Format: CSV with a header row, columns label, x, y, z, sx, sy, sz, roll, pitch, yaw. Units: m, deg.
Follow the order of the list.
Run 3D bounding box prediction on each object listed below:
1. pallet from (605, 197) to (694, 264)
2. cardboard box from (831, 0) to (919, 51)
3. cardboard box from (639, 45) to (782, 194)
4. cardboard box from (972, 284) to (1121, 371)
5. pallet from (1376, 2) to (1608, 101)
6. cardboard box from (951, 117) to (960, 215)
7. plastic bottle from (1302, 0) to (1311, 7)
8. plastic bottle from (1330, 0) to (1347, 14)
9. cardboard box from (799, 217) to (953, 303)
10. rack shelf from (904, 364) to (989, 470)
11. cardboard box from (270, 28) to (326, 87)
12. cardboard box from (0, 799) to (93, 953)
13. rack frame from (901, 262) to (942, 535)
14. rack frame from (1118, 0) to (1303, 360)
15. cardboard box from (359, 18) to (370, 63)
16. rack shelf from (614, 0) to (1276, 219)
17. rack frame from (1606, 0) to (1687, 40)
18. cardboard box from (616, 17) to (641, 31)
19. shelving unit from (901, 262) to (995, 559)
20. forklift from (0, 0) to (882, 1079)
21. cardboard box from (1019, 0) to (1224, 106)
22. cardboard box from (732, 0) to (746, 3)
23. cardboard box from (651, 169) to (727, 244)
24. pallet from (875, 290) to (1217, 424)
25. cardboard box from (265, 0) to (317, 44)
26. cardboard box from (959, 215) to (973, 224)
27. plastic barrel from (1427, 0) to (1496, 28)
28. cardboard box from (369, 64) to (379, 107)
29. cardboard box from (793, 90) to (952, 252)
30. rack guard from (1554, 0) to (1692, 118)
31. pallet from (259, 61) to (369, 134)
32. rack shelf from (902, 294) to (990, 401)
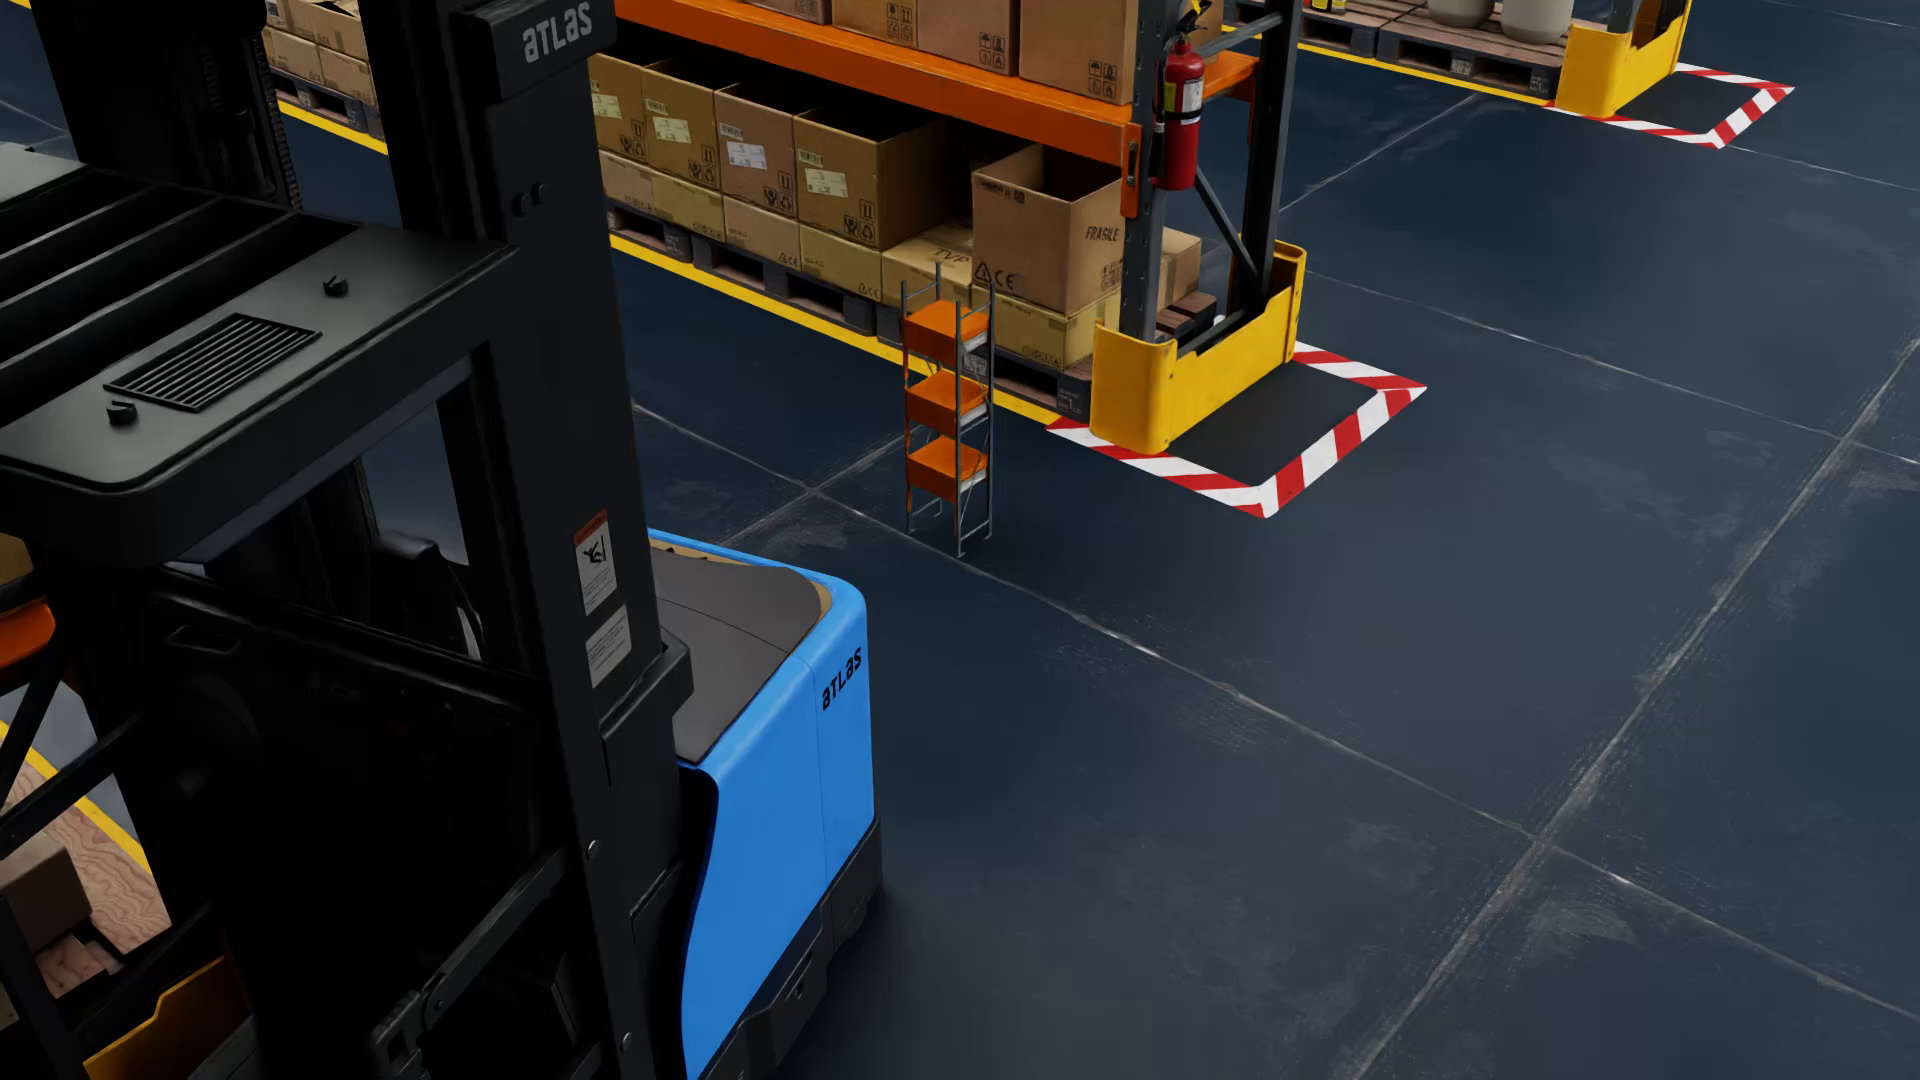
label,x,y,z,sx,sy,sz,roll,pitch,yaw
pallet,-1.492,-1.883,8.805,1.213,0.211,1.003,25,42,32
cardboard box,-0.137,-2.476,7.118,0.500,0.500,0.700,26,42,32
cardboard box,-1.152,-2.021,7.939,0.500,0.500,0.500,25,42,32
cardboard box,0.397,-0.995,7.107,0.500,0.250,0.500,25,42,32
pallet,3.461,-3.198,10.720,1.213,0.211,1.003,25,42,32
cardboard box,-0.050,-1.885,7.741,0.500,0.500,0.500,25,42,32
plastic bottle,2.302,-3.680,10.976,0.135,0.276,0.152,26,42,32
plastic bottle,2.478,-3.546,10.847,0.097,0.201,0.097,0,34,0
cardboard box,-0.381,-1.351,7.626,0.500,0.250,0.500,25,42,32
rack shelf,-0.041,-0.443,5.987,0.240,0.259,0.215,25,42,32
cardboard box,-3.752,-2.956,9.963,0.500,0.250,0.500,26,42,33
cardboard box,-2.643,0.904,4.270,0.500,0.311,0.500,20,39,27
rack frame,-0.135,-0.496,6.045,0.008,1.050,0.200,25,42,32
rack frame,0.998,-1.890,6.352,0.127,3.000,1.000,25,42,32
cardboard box,-2.975,-2.817,9.265,0.500,0.311,0.500,27,42,33
rack shelf,-0.539,-2.318,7.611,4.000,0.370,1.077,25,42,32
rack frame,4.170,-4.043,9.488,0.127,3.000,1.000,25,42,32
cardboard box,-1.920,-2.383,8.466,0.500,0.500,0.500,25,42,32
shelving unit,-0.041,-0.452,5.981,0.252,1.050,0.215,25,42,32
forklift,-1.276,0.441,3.019,1.130,2.935,3.031,14,37,19
cardboard box,0.647,-2.106,6.578,0.500,0.500,0.700,25,42,32
cardboard box,-0.939,-2.850,7.662,0.500,0.500,0.700,26,42,32
cardboard box,-1.152,-1.712,8.151,0.500,0.250,0.500,25,42,32
pallet,0.383,-0.999,7.518,1.213,0.211,1.003,25,42,32
cardboard box,-3.741,-3.182,9.797,0.500,0.311,0.500,25,41,31
cardboard box,0.341,-1.400,7.697,0.500,0.250,0.500,25,42,32
plastic barrel,3.230,-3.578,10.637,0.421,0.512,0.421,0,34,0
cardboard box,-2.968,-2.586,9.424,0.500,0.250,0.500,25,41,31
cardboard box,-0.383,-1.659,7.412,0.500,0.500,0.500,25,42,32
rack guard,4.081,-3.020,10.206,0.348,0.500,1.175,25,42,32
pallet,-3.609,-2.881,10.258,1.213,0.211,1.003,25,42,32
rack shelf,-0.041,-0.677,5.826,0.240,0.259,0.215,25,42,32
